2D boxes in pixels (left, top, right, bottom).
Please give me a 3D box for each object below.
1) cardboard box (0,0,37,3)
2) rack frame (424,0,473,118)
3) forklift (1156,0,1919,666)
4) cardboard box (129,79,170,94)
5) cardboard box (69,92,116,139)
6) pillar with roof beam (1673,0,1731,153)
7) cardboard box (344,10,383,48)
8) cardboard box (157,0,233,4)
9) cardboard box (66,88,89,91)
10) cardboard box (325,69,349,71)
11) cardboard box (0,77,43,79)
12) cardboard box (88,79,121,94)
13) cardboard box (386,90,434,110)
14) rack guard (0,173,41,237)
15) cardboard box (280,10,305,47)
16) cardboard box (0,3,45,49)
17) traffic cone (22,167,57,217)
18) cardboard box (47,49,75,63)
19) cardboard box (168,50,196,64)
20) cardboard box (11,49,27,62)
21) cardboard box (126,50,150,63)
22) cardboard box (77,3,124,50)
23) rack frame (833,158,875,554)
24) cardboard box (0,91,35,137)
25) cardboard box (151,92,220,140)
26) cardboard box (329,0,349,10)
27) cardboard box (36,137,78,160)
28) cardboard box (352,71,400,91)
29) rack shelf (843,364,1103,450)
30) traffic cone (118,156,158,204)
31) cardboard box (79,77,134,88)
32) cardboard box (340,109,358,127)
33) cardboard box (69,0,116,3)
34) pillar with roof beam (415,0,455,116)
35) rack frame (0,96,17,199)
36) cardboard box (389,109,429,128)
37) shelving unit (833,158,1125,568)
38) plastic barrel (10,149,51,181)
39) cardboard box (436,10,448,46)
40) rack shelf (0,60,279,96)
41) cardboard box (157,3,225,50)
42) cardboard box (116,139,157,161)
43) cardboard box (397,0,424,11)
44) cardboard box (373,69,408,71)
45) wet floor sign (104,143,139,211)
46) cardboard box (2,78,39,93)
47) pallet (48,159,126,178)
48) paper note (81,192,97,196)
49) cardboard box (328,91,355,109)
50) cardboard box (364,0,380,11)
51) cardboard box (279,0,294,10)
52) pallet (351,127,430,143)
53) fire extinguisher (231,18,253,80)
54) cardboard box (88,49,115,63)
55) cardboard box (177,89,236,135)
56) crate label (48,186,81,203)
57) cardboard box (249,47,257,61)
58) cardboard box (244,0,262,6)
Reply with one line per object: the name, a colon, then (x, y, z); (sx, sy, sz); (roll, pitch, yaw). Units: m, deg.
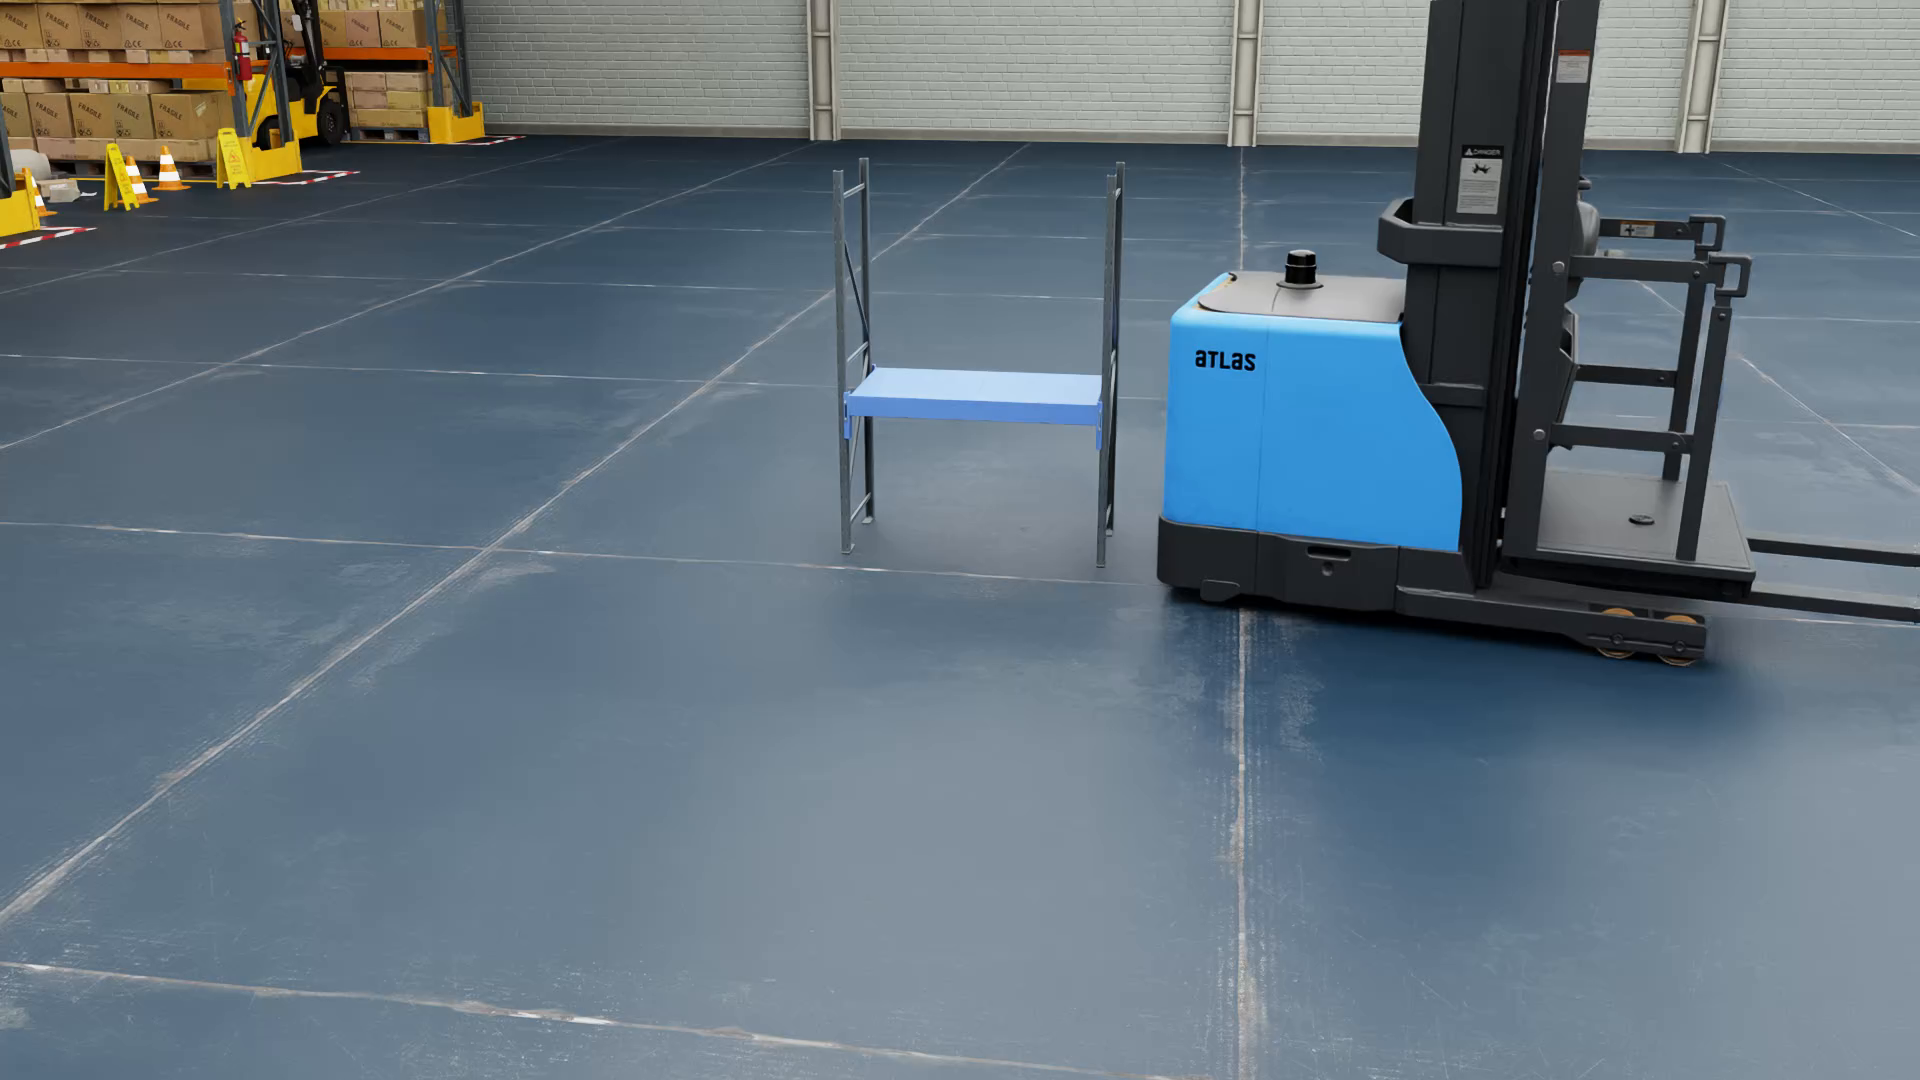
cardboard box: (-10.682, -6.412, 19.038); (0.500, 0.500, 0.700); (3, 19, 7)
rack frame: (-7.341, -7.260, 23.773); (0.127, 3.000, 1.000); (3, 19, 9)
forklift: (2.302, -1.160, 5.650); (3.031, 2.935, 1.130); (6, 20, 18)
cardboard box: (-9.330, -5.219, 19.141); (0.250, 0.149, 0.380); (3, 19, 10)
cardboard box: (-9.970, -4.967, 19.410); (0.500, 0.500, 0.500); (2, 19, 7)
pillar with roof beam: (9.204, -8.168, 17.032); (0.400, 9.000, 9.100); (3, 19, 9)
cardboard box: (-8.379, -7.279, 23.672); (0.500, 0.500, 0.500); (4, 19, 10)
cardboard box: (-8.664, -6.325, 18.776); (0.500, 0.500, 0.700); (2, 19, 7)
cardboard box: (-10.441, -5.161, 19.989); (0.500, 0.500, 0.500); (4, 19, 12)
cardboard box: (-9.276, -6.793, 24.474); (0.500, 0.250, 0.500); (3, 19, 8)
cardboard box: (-13.980, -6.669, 25.089); (0.625, 0.625, 0.875); (4, 19, 10)
cardboard box: (-9.838, -5.247, 19.223); (0.250, 0.149, 0.380); (4, 19, 11)
cardboard box: (-7.871, -6.319, 23.844); (0.500, 0.250, 0.500); (3, 19, 8)
rack guard: (-8.786, -2.962, 14.868); (0.348, 0.500, 1.175); (3, 19, 9)
cardboard box: (-9.383, -7.326, 23.814); (0.500, 0.500, 0.500); (3, 19, 9)
cardboard box: (-10.691, -5.938, 19.195); (0.500, 0.500, 0.500); (3, 19, 8)
traffic cone: (-9.109, -3.417, 16.287); (0.334, 0.463, 0.336); (3, 19, 9)
cardboard box: (-10.299, -5.599, 19.206); (0.250, 0.149, 0.380); (3, 19, 8)
cardboard box: (-8.795, -5.515, 18.955); (0.250, 0.149, 0.380); (3, 19, 8)
cardboard box: (-10.782, -5.643, 19.337); (0.250, 0.149, 0.380); (3, 19, 8)
cardboard box: (-9.304, -5.538, 19.024); (0.250, 0.149, 0.380); (3, 19, 10)
cardboard box: (-9.691, -5.887, 19.044); (0.500, 0.500, 0.500); (3, 19, 8)
rack frame: (-0.418, -0.733, 6.629); (0.032, 1.500, 0.500); (3, 19, 9)
cardboard box: (-11.004, -5.019, 19.566); (0.500, 0.500, 0.500); (4, 19, 11)
cardboard box: (-8.957, -4.914, 19.252); (0.500, 0.500, 0.500); (3, 19, 9)
cardboard box: (-8.745, -7.595, 23.595); (0.250, 0.149, 0.380); (2, 19, 7)
cardboard box: (-10.481, -4.638, 19.608); (0.500, 0.250, 0.500); (3, 19, 8)
cardboard box: (-8.350, -6.579, 23.833); (0.500, 0.250, 0.500); (3, 19, 10)
rack shelf: (0.084, -0.536, 6.609); (1.000, 0.185, 0.538); (3, 19, 9)
traffic cone: (-8.594, -3.754, 17.294); (0.334, 0.463, 0.336); (3, 19, 9)
cardboard box: (-12.572, -6.598, 24.877); (0.625, 0.625, 0.875); (3, 19, 8)
cardboard box: (-8.837, -6.136, 24.085); (0.500, 0.250, 0.500); (3, 19, 9)
cardboard box: (-9.682, -6.346, 18.839); (0.500, 0.500, 0.700); (3, 19, 8)
pillar with roof beam: (-8.568, -9.074, 19.739); (0.400, 9.000, 9.100); (3, 19, 9)
rack frame: (-8.810, -4.149, 14.475); (0.127, 3.000, 1.000); (3, 19, 9)
cardboard box: (-7.855, -6.080, 23.918); (0.500, 0.250, 0.500); (3, 19, 9)
shelving unit: (0.084, -0.707, 6.552); (1.048, 1.500, 0.538); (3, 19, 9)
plastic barrel: (-10.404, -4.112, 18.427); (0.512, 0.421, 0.421); (-15, 24, -38)
cardboard box: (-7.786, -7.419, 24.092); (0.500, 0.500, 0.500); (4, 19, 10)
rack shelf: (-10.099, -5.464, 19.540); (4.000, 0.370, 1.077); (3, 19, 9)
cardboard box: (-8.704, -5.834, 18.886); (0.500, 0.500, 0.500); (3, 19, 8)
cardboard box: (-9.476, -4.585, 19.450); (0.500, 0.250, 0.500); (3, 19, 9)
cardboard box: (-7.728, -7.545, 23.444); (0.250, 0.149, 0.380); (3, 19, 9)
cardboard box: (-8.279, -6.737, 24.305); (0.500, 0.250, 0.500); (3, 19, 9)
wet floor sign: (-8.467, -3.651, 16.698); (0.232, 0.644, 0.267); (0, 19, -1)
cardboard box: (-10.913, -5.300, 19.382); (0.250, 0.149, 0.380); (4, 19, 11)
pallet: (-10.197, -4.500, 19.920); (1.213, 0.211, 1.003); (3, 19, 9)
paper note: (-9.374, -3.721, 17.875); (0.142, 0.019, 0.148); (-3, 19, -10)
cardboard box: (-8.878, -6.367, 23.988); (0.500, 0.250, 0.500); (2, 19, 7)
cardboard box: (-8.231, -7.580, 23.551); (0.250, 0.149, 0.380); (3, 19, 10)
cardboard box: (-9.494, -7.634, 23.711); (0.250, 0.149, 0.380); (3, 19, 8)
pallet: (-8.103, -5.963, 24.291); (1.213, 0.211, 1.003); (3, 19, 9)
fire extinguisher: (-8.085, -5.518, 18.689); (0.183, 0.674, 0.296); (3, 19, 9)
cardboard box: (-9.802, -5.580, 19.148); (0.250, 0.149, 0.380); (3, 19, 8)
cardboard box: (-8.901, -5.084, 19.759); (0.500, 0.500, 0.500); (2, 19, 7)
crate label: (-9.380, -3.620, 17.406); (0.298, 0.136, 0.250); (-7, 20, -20)
cardboard box: (-8.427, -5.667, 19.410); (0.250, 0.149, 0.380); (3, 19, 9)
cardboard box: (-10.009, -7.651, 23.764); (0.250, 0.149, 0.380); (3, 19, 8)
